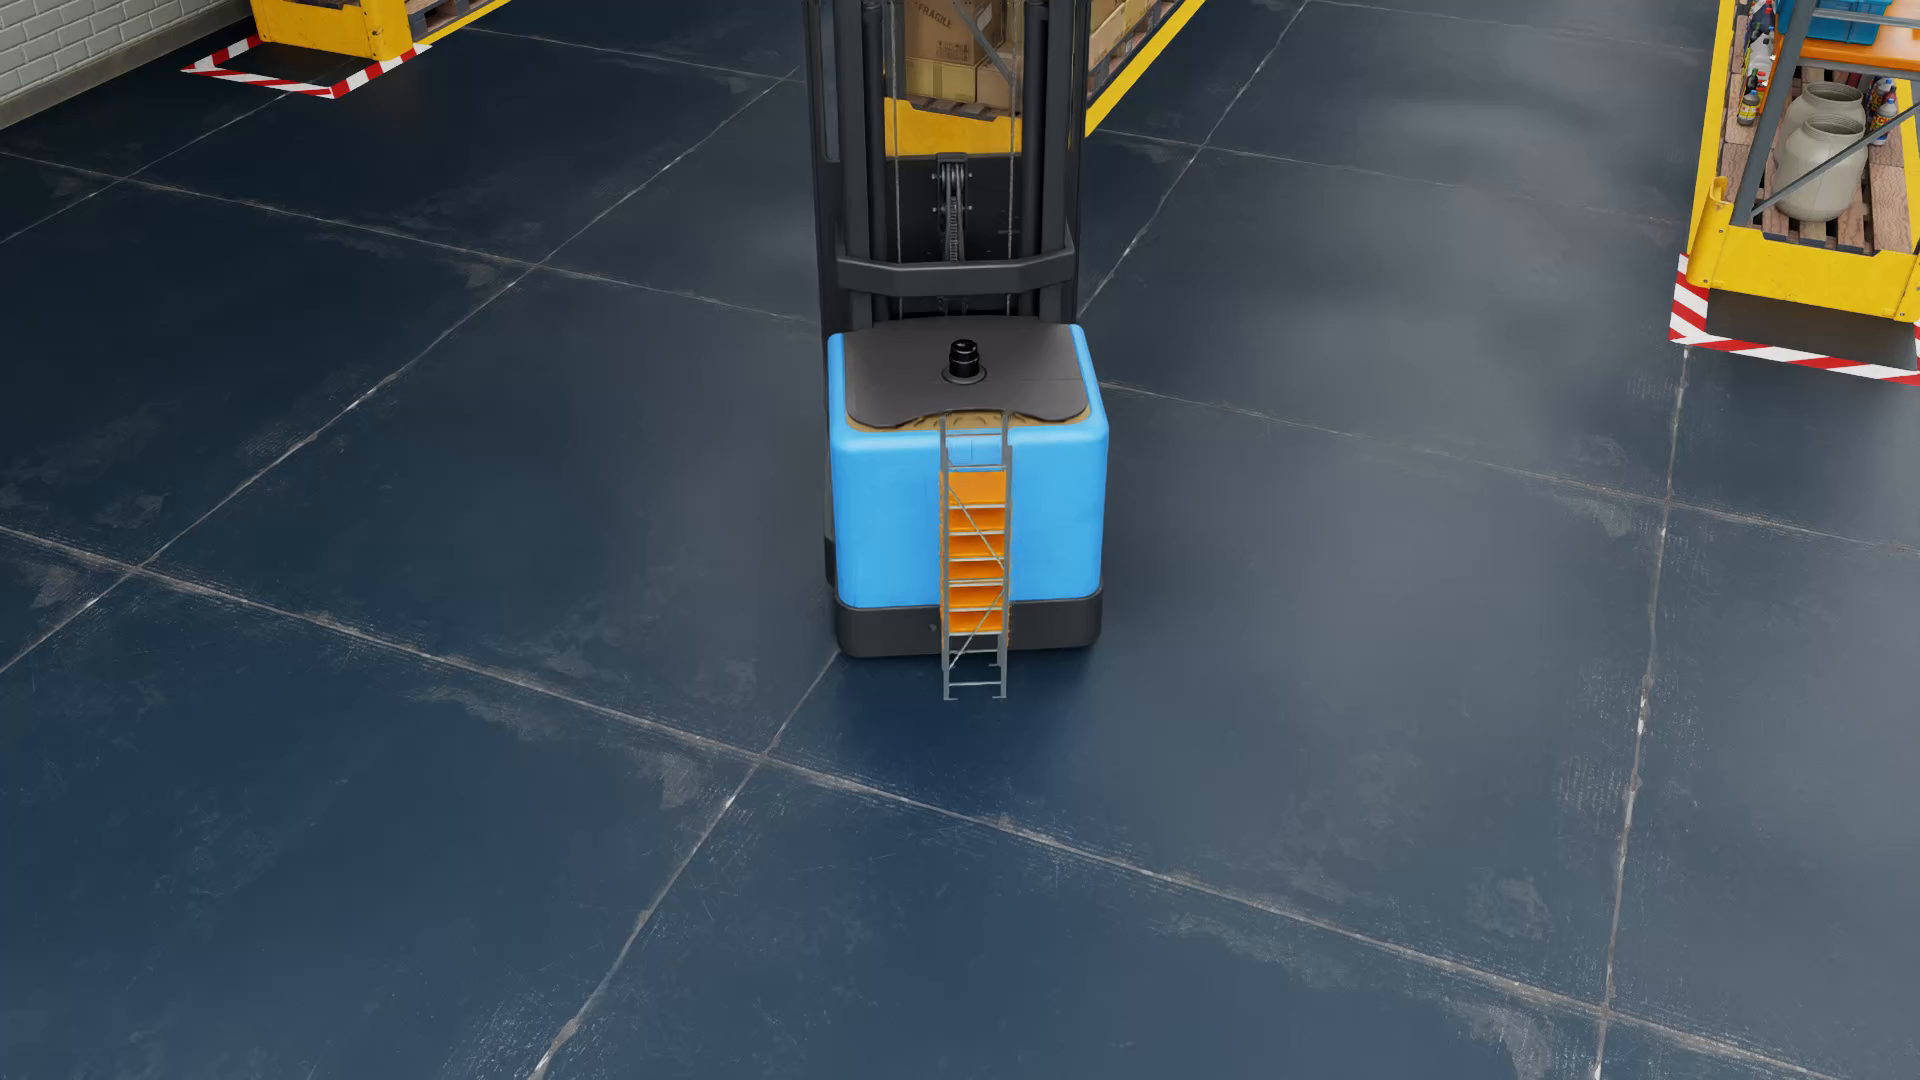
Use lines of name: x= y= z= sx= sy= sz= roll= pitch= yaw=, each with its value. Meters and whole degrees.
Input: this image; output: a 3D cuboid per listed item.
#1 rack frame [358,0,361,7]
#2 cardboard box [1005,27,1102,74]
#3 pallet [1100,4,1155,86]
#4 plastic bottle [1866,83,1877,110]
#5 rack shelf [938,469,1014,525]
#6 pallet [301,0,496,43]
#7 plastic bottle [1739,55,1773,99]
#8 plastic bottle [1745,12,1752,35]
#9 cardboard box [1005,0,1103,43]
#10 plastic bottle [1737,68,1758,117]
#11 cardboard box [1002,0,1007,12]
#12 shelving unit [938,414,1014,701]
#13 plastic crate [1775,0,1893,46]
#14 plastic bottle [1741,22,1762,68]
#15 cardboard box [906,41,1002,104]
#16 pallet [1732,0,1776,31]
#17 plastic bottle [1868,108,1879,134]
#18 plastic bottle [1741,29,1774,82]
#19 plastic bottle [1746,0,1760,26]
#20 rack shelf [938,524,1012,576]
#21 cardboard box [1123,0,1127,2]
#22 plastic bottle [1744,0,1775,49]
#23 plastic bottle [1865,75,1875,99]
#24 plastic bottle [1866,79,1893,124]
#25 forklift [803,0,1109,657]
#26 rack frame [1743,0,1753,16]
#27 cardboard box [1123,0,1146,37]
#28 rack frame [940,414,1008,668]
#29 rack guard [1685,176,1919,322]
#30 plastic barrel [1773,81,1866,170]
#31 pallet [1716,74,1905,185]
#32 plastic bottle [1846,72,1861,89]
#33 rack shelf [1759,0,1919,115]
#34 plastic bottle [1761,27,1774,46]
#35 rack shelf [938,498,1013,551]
rack frame: x=-4.561 y=-4.771 z=11.128 sx=1.000 sy=3.000 sz=0.127 roll=14 pitch=39 yaw=18
cardboard box: x=0.618 y=-3.236 z=11.019 sx=0.500 sy=0.250 sz=0.500 roll=14 pitch=39 yaw=18
pallet: x=0.739 y=-3.634 z=11.935 sx=1.003 sy=0.211 sz=1.213 roll=14 pitch=39 yaw=18
plastic bottle: x=5.785 y=-2.803 z=10.464 sx=0.097 sy=0.201 sz=0.097 roll=0 pitch=37 yaw=0
rack shelf: x=0.054 y=-0.155 z=5.923 sx=0.258 sy=0.103 sz=0.180 roll=-2 pitch=39 yaw=-3
pallet: x=-4.190 y=-4.138 z=12.610 sx=1.003 sy=0.211 sz=1.213 roll=14 pitch=39 yaw=18
plastic bottle: x=5.068 y=-2.926 z=10.567 sx=0.152 sy=0.276 sz=0.135 roll=13 pitch=39 yaw=16
plastic bottle: x=5.519 y=-3.595 z=11.524 sx=0.097 sy=0.201 sz=0.097 roll=0 pitch=37 yaw=0
cardboard box: x=0.620 y=-3.536 z=10.794 sx=0.500 sy=0.500 sz=0.500 roll=14 pitch=39 yaw=18
plastic bottle: x=4.922 y=-2.788 z=10.376 sx=0.061 sy=0.283 sz=0.133 roll=15 pitch=39 yaw=19
cardboard box: x=0.317 y=-3.934 z=11.327 sx=0.500 sy=0.500 sz=0.500 roll=14 pitch=39 yaw=18
shelving unit: x=0.054 y=0.090 z=6.122 sx=0.258 sy=1.200 sz=0.189 roll=-2 pitch=39 yaw=-3
plastic crate: x=4.514 y=-2.800 z=8.615 sx=0.499 sy=0.251 sz=0.616 roll=14 pitch=39 yaw=18
plastic bottle: x=5.259 y=-3.278 z=11.032 sx=0.061 sy=0.283 sz=0.133 roll=16 pitch=40 yaw=20
cardboard box: x=-0.048 y=-3.076 z=10.806 sx=0.500 sy=0.250 sz=0.500 roll=14 pitch=39 yaw=18
pallet: x=6.386 y=-4.056 z=12.500 sx=1.003 sy=0.211 sz=1.213 roll=14 pitch=39 yaw=18
plastic bottle: x=5.618 y=-2.560 z=10.139 sx=0.097 sy=0.201 sz=0.097 roll=0 pitch=37 yaw=0
plastic bottle: x=5.198 y=-3.152 z=10.807 sx=0.144 sy=0.351 sz=0.185 roll=14 pitch=39 yaw=17
plastic bottle: x=5.596 y=-3.736 z=11.654 sx=0.097 sy=0.271 sz=0.097 roll=0 pitch=37 yaw=0
rack shelf: x=0.054 y=0.031 z=6.074 sx=0.258 sy=0.103 sz=0.180 roll=-2 pitch=39 yaw=-3
cardboard box: x=1.004 y=-4.088 z=11.534 sx=0.500 sy=0.500 sz=0.500 roll=14 pitch=39 yaw=18
plastic bottle: x=5.432 y=-3.492 z=11.261 sx=0.144 sy=0.351 sz=0.185 roll=15 pitch=39 yaw=19
plastic bottle: x=5.863 y=-2.916 z=10.616 sx=0.097 sy=0.201 sz=0.097 roll=0 pitch=37 yaw=0
plastic bottle: x=5.709 y=-2.720 z=10.295 sx=0.097 sy=0.271 sz=0.097 roll=0 pitch=37 yaw=0
forklift: x=-0.068 y=-1.579 z=6.914 sx=1.130 sy=2.935 sz=3.031 roll=-3 pitch=37 yaw=-3
rack frame: x=6.123 y=-4.729 z=11.071 sx=1.000 sy=3.000 sz=0.127 roll=14 pitch=39 yaw=18
cardboard box: x=1.003 y=-3.788 z=11.758 sx=0.500 sy=0.250 sz=0.500 roll=14 pitch=39 yaw=18
rack frame: x=0.048 y=0.033 z=6.193 sx=0.240 sy=1.200 sz=0.006 roll=-2 pitch=39 yaw=-3
rack guard: x=4.586 y=-1.566 z=8.927 sx=1.175 sy=0.500 sz=0.348 roll=14 pitch=39 yaw=18
plastic barrel: x=4.971 y=-2.345 z=9.610 sx=0.421 sy=0.512 sz=0.421 roll=0 pitch=37 yaw=0
pallet: x=5.366 y=-2.572 z=10.515 sx=1.003 sy=0.211 sz=1.213 roll=14 pitch=39 yaw=18
plastic bottle: x=5.784 y=-3.045 z=10.719 sx=0.061 sy=0.283 sz=0.133 roll=14 pitch=39 yaw=18
rack shelf: x=5.362 y=-3.334 z=9.805 sx=1.077 sy=0.370 sz=4.000 roll=14 pitch=39 yaw=18
plastic bottle: x=5.339 y=-3.266 z=11.025 sx=0.097 sy=0.271 sz=0.097 roll=0 pitch=37 yaw=0
rack shelf: x=0.054 y=-0.062 z=5.999 sx=0.258 sy=0.103 sz=0.180 roll=-2 pitch=39 yaw=-3
